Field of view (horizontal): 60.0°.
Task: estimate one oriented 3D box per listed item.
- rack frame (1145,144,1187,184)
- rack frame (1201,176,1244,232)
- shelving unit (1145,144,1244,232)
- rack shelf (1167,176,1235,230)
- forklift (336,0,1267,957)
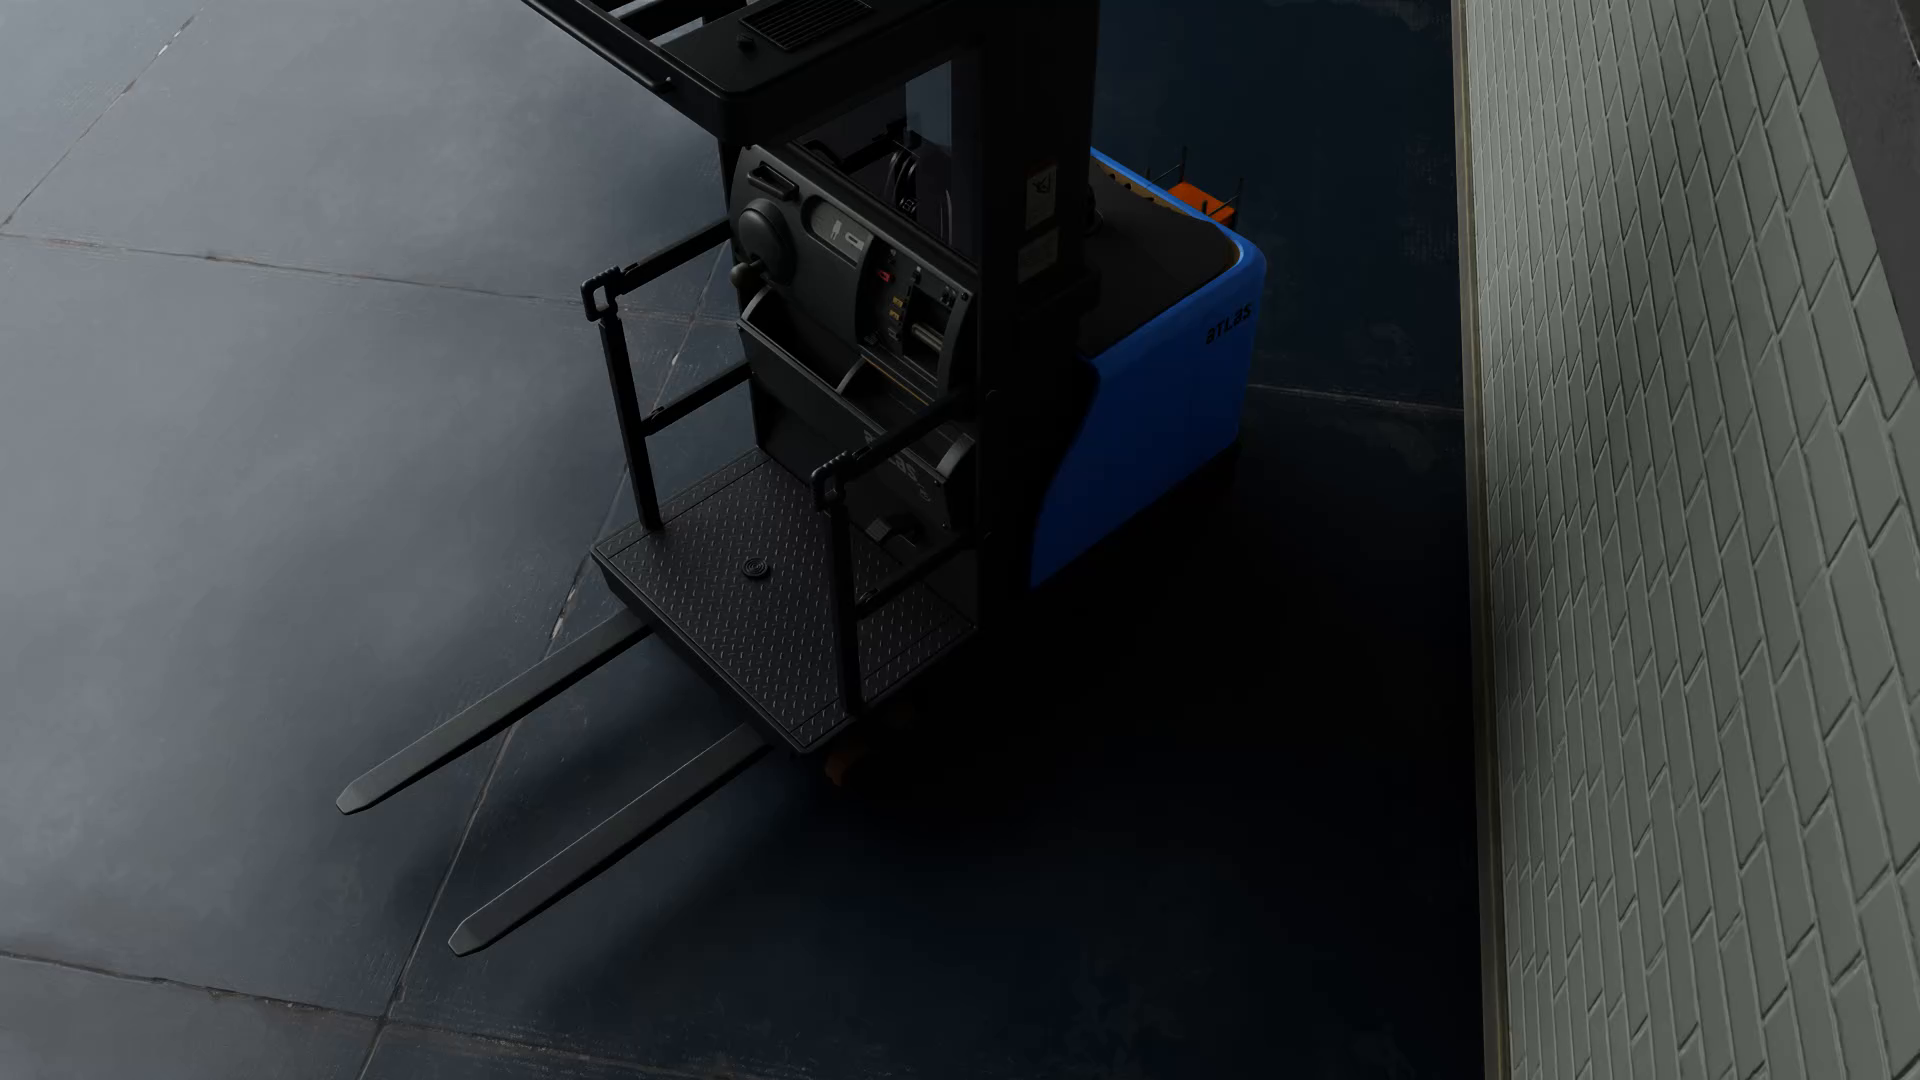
[{"bbox_3d":[0.680,-0.909,5.861,0.200,1.050,0.008,-35,57,-28],"label":"rack frame"},{"bbox_3d":[0.849,-0.778,5.743,0.200,1.050,0.008,-35,57,-28],"label":"rack frame"},{"bbox_3d":[0.764,-0.844,5.802,0.215,1.050,0.252,-35,57,-28],"label":"shelving unit"},{"bbox_3d":[0.764,-1.026,5.599,0.215,0.259,0.240,-35,57,-28],"label":"rack shelf"},{"bbox_3d":[-0.460,-0.662,4.374,3.031,2.935,1.130,-35,57,-27],"label":"forklift"}]
